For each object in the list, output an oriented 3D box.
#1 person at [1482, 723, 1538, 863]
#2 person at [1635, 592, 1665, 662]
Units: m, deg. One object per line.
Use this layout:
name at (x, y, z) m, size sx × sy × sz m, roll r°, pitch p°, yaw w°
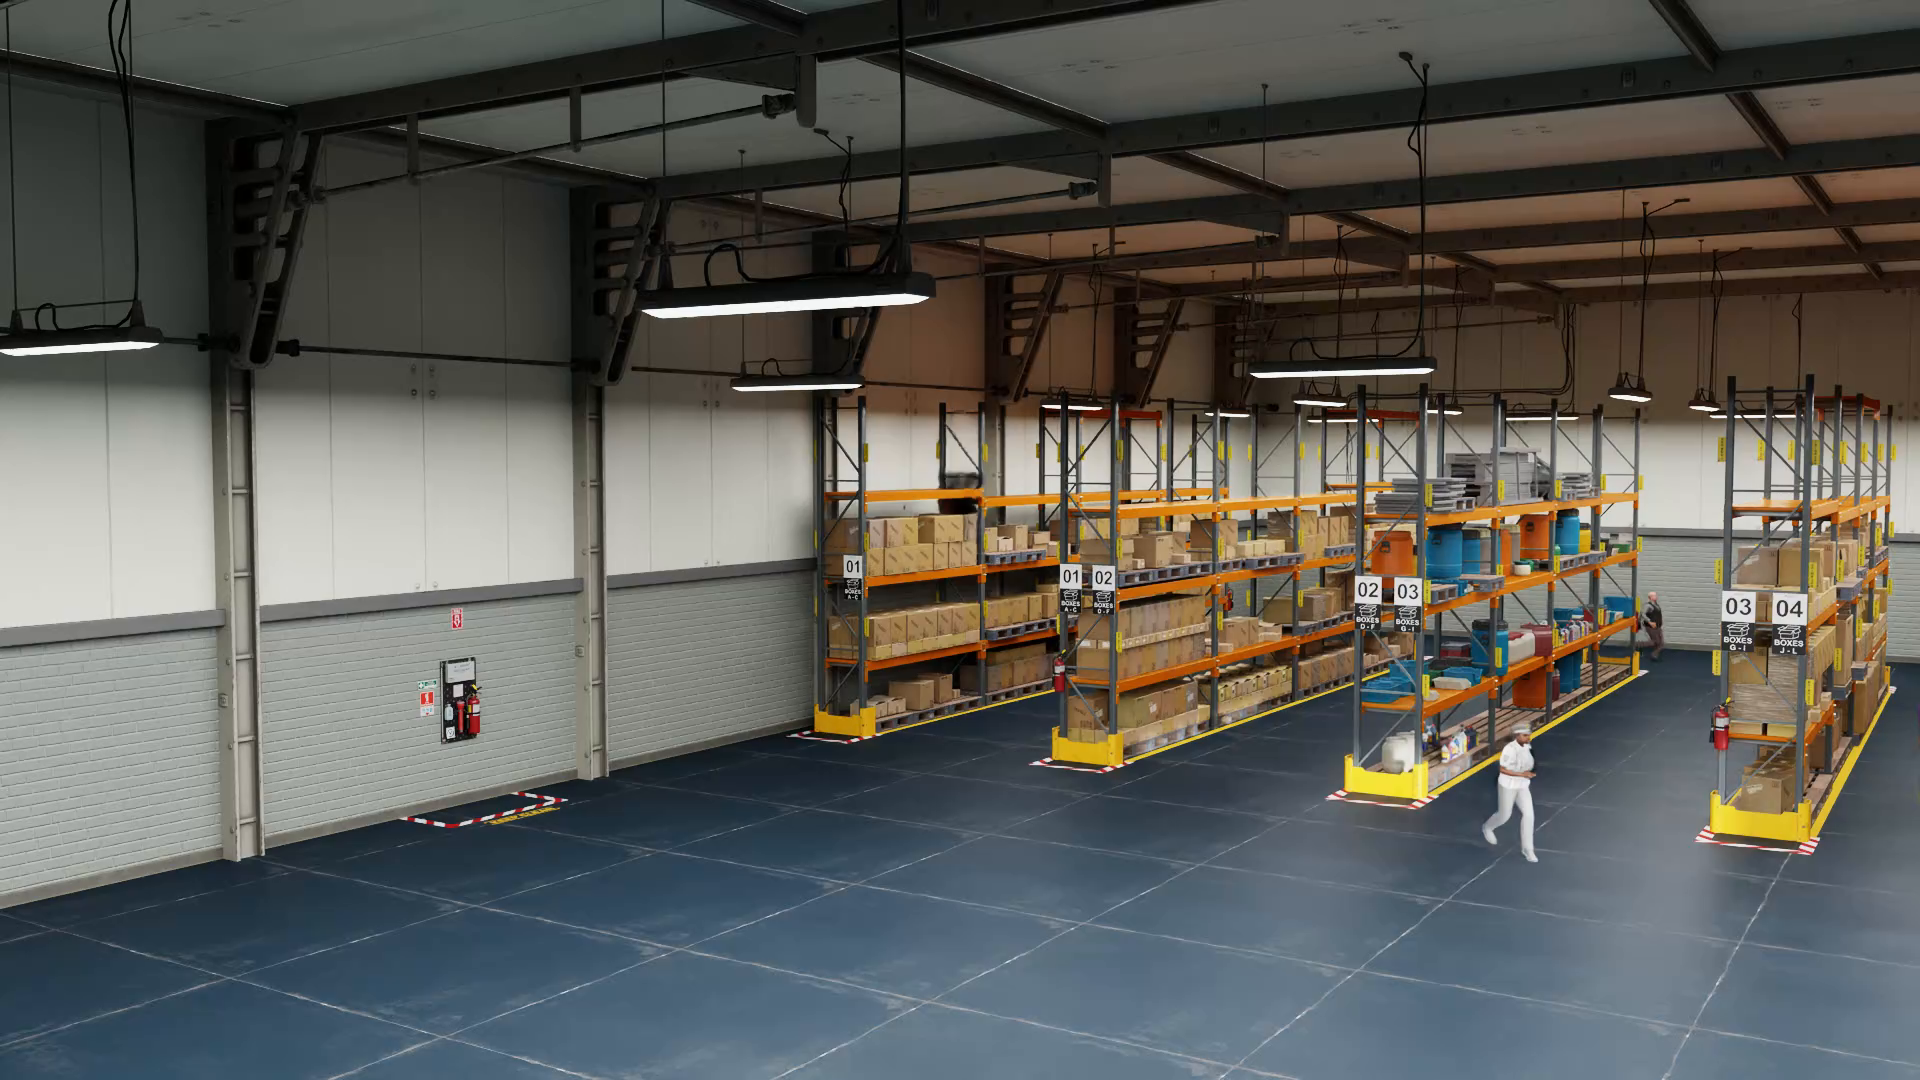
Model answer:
person at (6.862, 3.099, 20.700) m, size 0.606 × 1.718 × 0.928 m, roll -1°, pitch 3°, yaw -26°
person at (16.555, 2.081, 39.841) m, size 0.665 × 1.683 × 0.625 m, roll -3°, pitch 4°, yaw -41°
